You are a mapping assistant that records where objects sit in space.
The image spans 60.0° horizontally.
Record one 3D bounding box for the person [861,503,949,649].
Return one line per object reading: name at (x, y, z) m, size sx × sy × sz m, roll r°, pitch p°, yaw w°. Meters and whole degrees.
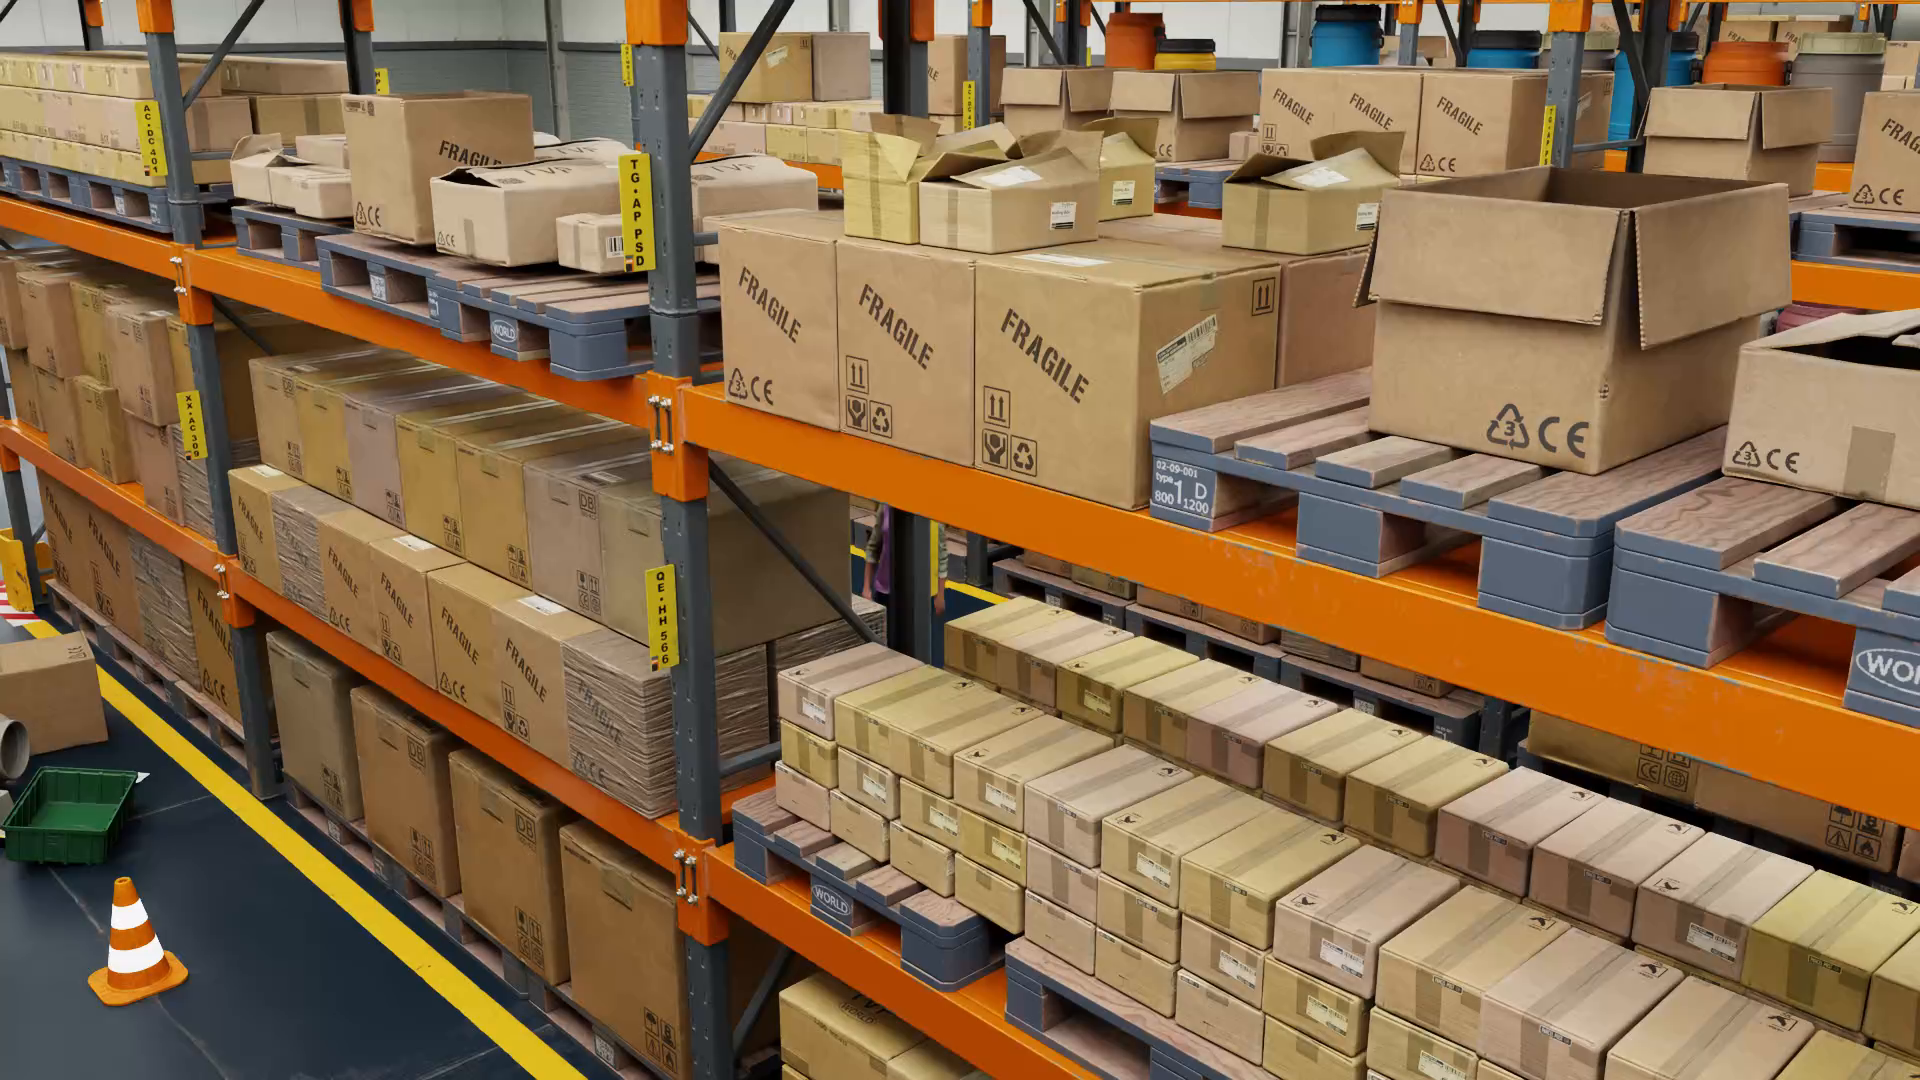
person at (-0.318, 0.330, 9.034) m, size 0.453 × 1.634 × 0.431 m, roll 7°, pitch 19°, yaw 20°
